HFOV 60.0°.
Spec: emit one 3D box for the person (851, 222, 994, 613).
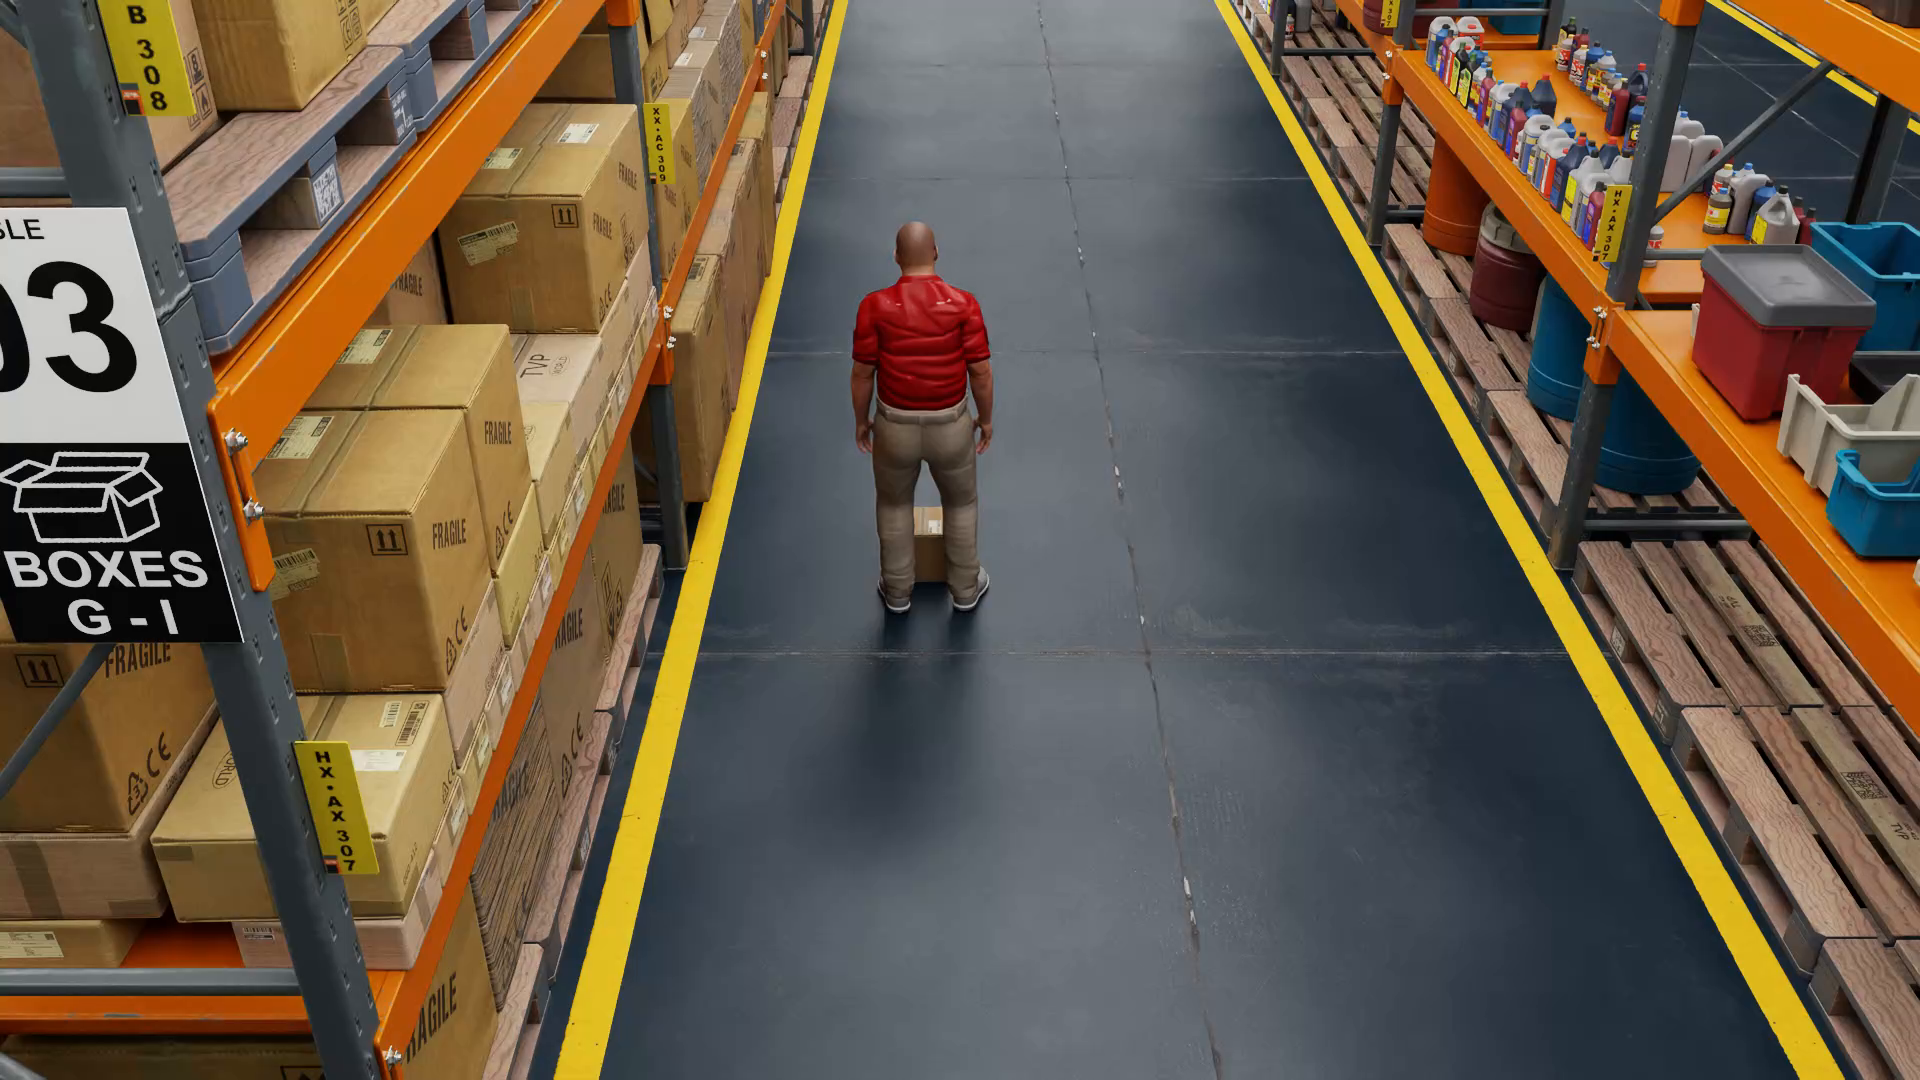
[{"bbox_3d":[-0.152,-0.479,6.935,0.584,1.726,0.396,0,31,-1],"label":"person"}]
